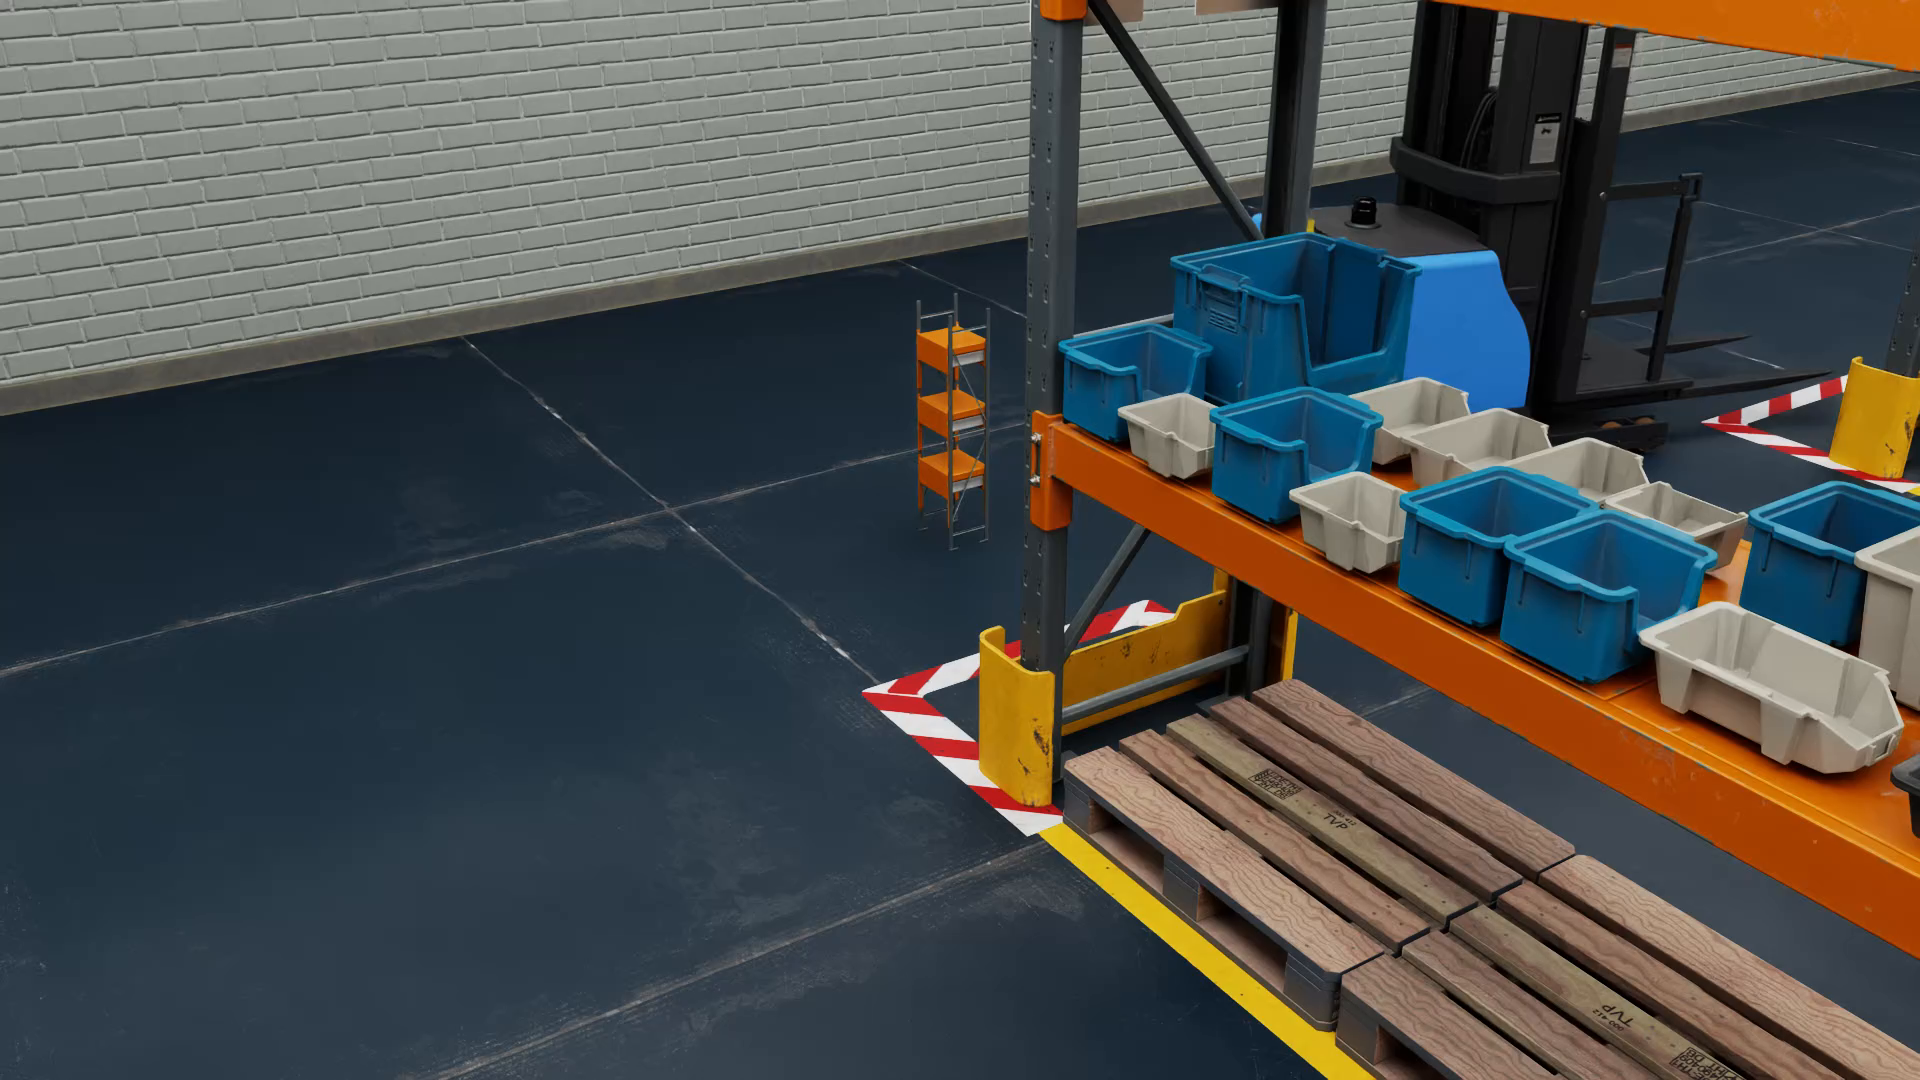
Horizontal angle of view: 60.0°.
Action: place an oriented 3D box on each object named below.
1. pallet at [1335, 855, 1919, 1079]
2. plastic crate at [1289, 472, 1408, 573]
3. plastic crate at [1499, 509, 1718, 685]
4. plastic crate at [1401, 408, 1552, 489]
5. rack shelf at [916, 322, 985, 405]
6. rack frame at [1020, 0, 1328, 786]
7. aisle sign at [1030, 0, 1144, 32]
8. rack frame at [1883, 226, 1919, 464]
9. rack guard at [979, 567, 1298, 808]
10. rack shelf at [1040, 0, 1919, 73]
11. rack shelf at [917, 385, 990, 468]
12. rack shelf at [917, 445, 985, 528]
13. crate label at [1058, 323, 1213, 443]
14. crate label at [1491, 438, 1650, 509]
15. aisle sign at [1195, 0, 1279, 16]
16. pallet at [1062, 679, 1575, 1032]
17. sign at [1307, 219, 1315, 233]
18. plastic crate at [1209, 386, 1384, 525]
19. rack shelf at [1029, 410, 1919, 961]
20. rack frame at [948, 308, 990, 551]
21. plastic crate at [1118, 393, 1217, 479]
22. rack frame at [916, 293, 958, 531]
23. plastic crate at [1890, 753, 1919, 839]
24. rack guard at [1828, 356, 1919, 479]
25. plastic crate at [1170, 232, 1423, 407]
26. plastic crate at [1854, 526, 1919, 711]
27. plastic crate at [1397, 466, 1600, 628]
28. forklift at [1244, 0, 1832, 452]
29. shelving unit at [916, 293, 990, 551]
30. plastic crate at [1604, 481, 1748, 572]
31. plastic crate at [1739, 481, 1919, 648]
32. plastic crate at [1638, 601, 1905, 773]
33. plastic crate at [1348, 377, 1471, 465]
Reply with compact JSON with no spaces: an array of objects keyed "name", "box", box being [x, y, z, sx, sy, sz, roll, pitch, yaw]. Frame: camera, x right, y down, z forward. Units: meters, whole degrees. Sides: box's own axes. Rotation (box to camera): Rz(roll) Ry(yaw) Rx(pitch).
[{"name":"pallet","box":[1.725,1.335,4.175,1.003,0.211,1.213,-16,29,-30]},{"name":"plastic crate","box":[0.981,-0.032,4.043,0.250,0.136,0.298,-16,29,-30]},{"name":"plastic crate","box":[1.387,0.126,3.596,0.416,0.233,0.300,-16,29,-30]},{"name":"plastic crate","box":[1.389,-0.218,4.436,0.396,0.136,0.243,-16,29,-30]},{"name":"rack shelf","box":[-0.029,-0.741,6.950,0.215,0.259,0.240,-16,29,-30]},{"name":"rack frame","box":[0.646,-0.666,5.147,1.000,3.000,0.127,-16,29,-30]},{"name":"aisle sign","box":[0.358,-1.798,4.500,0.394,0.787,0.004,-16,29,-30]},{"name":"rack frame","box":[4.796,-1.820,7.592,1.000,3.000,0.127,-16,29,-30]},{"name":"rack guard","box":[0.622,0.459,5.693,1.175,0.500,0.348,-16,29,-30]},{"name":"rack shelf","box":[1.738,-0.982,3.145,1.077,0.370,4.000,-16,29,-30]},{"name":"rack shelf","box":[-0.029,-0.484,7.071,0.215,0.259,0.240,-16,29,-30]},{"name":"rack shelf","box":[-0.029,-0.233,7.190,0.215,0.259,0.240,-16,29,-30]},{"name":"crate label","box":[0.505,-0.453,4.821,0.416,0.233,0.303,-16,29,-30]},{"name":"crate label","box":[1.561,-0.124,4.237,0.396,0.136,0.243,-16,29,-30]},{"name":"aisle sign","box":[0.852,-1.936,4.792,0.394,0.787,0.004,-16,29,-30]},{"name":"pallet","box":[1.064,0.899,5.099,1.003,0.211,1.213,-16,29,-30]},{"name":"sign","box":[1.098,-0.874,5.396,0.100,0.325,0.005,-16,29,-30]},{"name":"plastic crate","box":[0.864,-0.217,4.322,0.416,0.233,0.300,-16,29,-30]},{"name":"rack shelf","box":[1.738,0.375,3.786,1.077,0.370,4.000,-16,29,-30]},{"name":"rack frame","box":[0.037,-0.450,6.974,0.200,1.050,0.008,-16,29,-30]},{"name":"plastic crate","box":[0.611,-0.275,4.557,0.250,0.136,0.298,-16,29,-30]},{"name":"rack frame","box":[-0.096,-0.538,7.159,0.200,1.050,0.008,-16,29,-30]},{"name":"plastic crate","box":[1.993,0.524,2.878,0.437,0.125,0.590,-16,29,-30]},{"name":"rack guard","box":[4.783,-0.699,8.144,1.175,0.500,0.348,-16,29,-30]},{"name":"plastic crate","box":[0.985,-0.633,4.965,0.616,0.435,0.499,-16,29,-30]},{"name":"plastic crate","box":[2.150,0.202,3.377,0.437,0.282,0.530,-16,29,-30]},{"name":"plastic crate","box":[1.224,0.018,3.823,0.416,0.233,0.300,-16,29,-30]},{"name":"forklift","box":[2.952,-1.939,7.924,3.031,2.935,1.130,-7,26,-15]},{"name":"shelving unit","box":[-0.029,-0.494,7.066,0.215,1.050,0.252,-16,29,-30]},{"name":"plastic crate","box":[1.739,-0.022,4.022,0.298,0.136,0.250,-16,29,-30]},{"name":"plastic crate","box":[1.982,0.057,3.741,0.416,0.233,0.300,-16,29,-30]},{"name":"plastic crate","box":[1.627,0.304,3.331,0.293,0.136,0.466,-16,29,-30]},{"name":"plastic crate","box":[1.243,-0.325,4.662,0.396,0.136,0.243,-16,29,-30]}]
